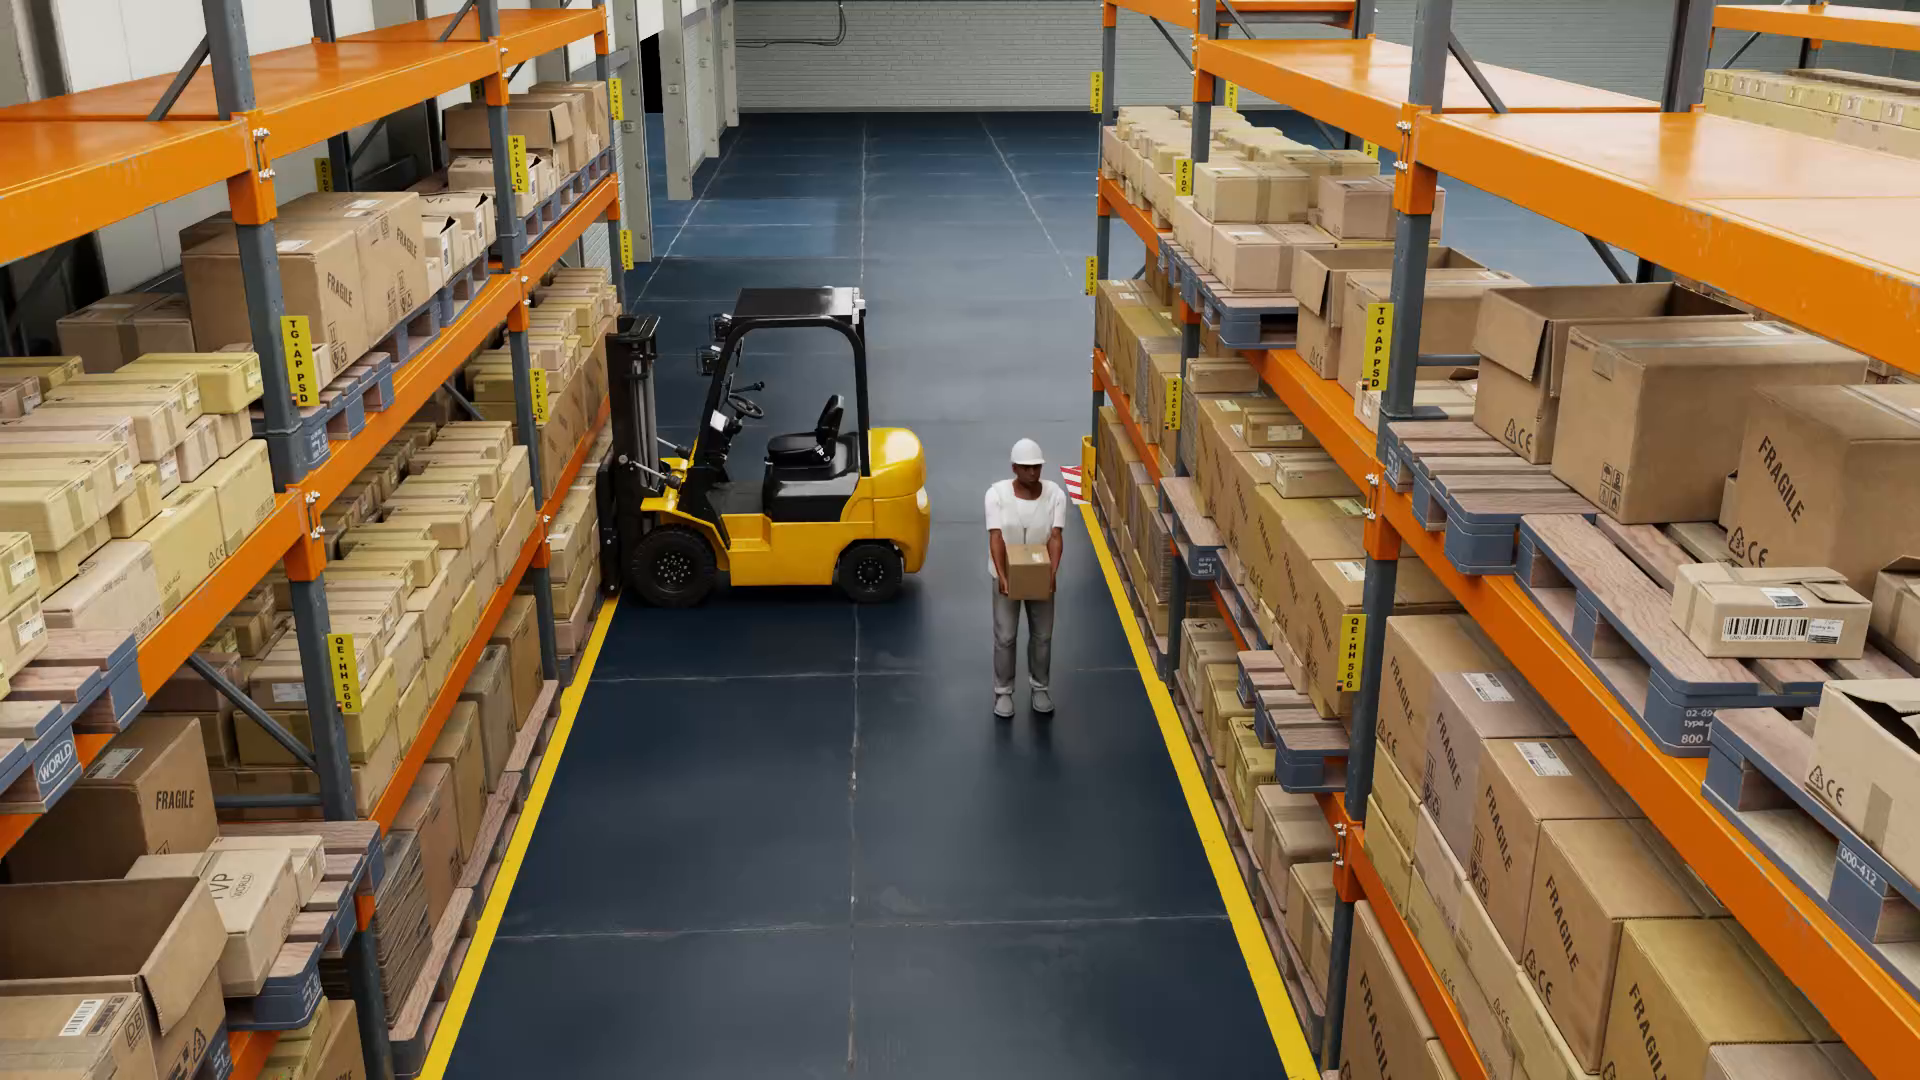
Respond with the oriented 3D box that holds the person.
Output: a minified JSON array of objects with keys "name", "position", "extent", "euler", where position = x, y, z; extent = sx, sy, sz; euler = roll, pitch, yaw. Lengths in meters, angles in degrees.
[{"name":"person","position":[0.414,0.258,10.344],"extent":[0.505,1.763,0.558],"euler":[-1,20,-4]}]
